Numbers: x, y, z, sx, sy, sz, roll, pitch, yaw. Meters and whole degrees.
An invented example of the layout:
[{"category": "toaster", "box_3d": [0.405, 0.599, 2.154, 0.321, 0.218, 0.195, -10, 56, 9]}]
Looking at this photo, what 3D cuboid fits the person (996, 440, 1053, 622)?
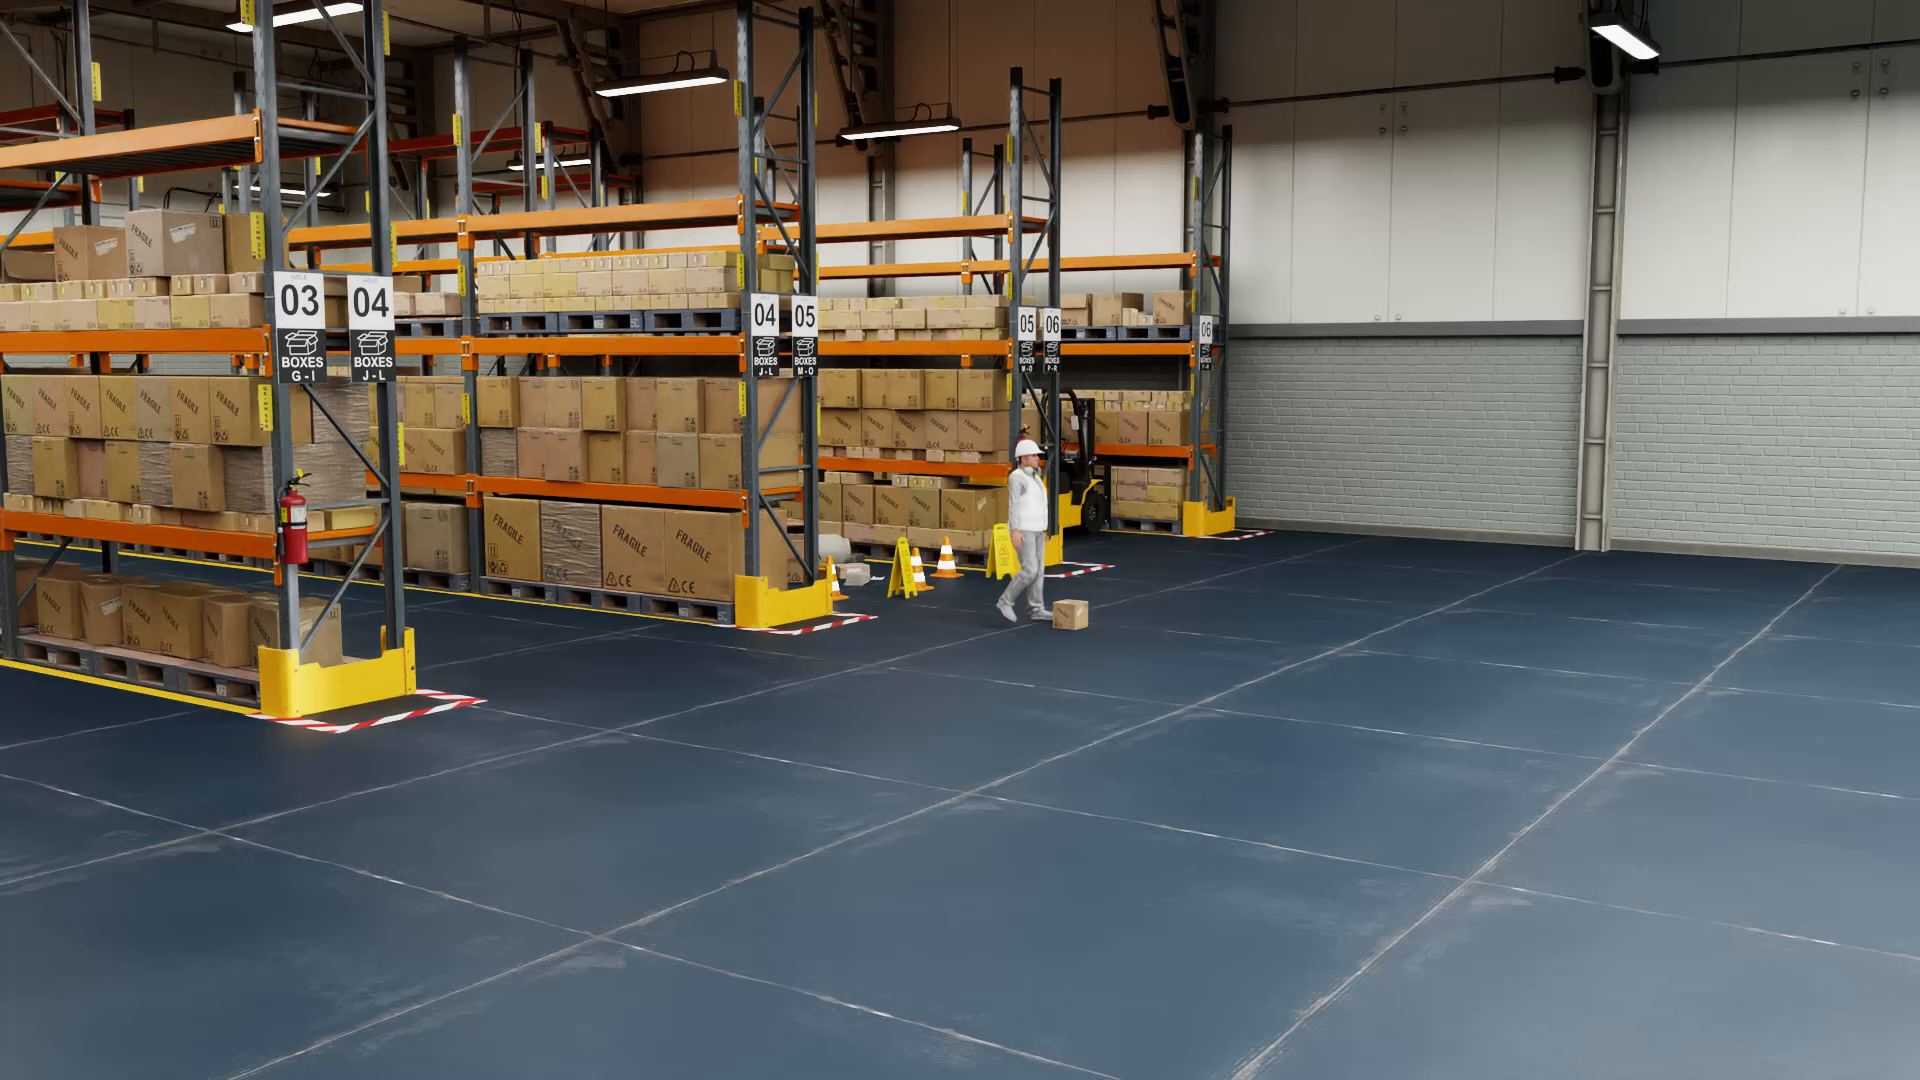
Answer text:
[{"category": "person", "box_3d": [0.674, -0.086, 16.243, 0.535, 1.778, 0.605, 3, 7, 26]}]
